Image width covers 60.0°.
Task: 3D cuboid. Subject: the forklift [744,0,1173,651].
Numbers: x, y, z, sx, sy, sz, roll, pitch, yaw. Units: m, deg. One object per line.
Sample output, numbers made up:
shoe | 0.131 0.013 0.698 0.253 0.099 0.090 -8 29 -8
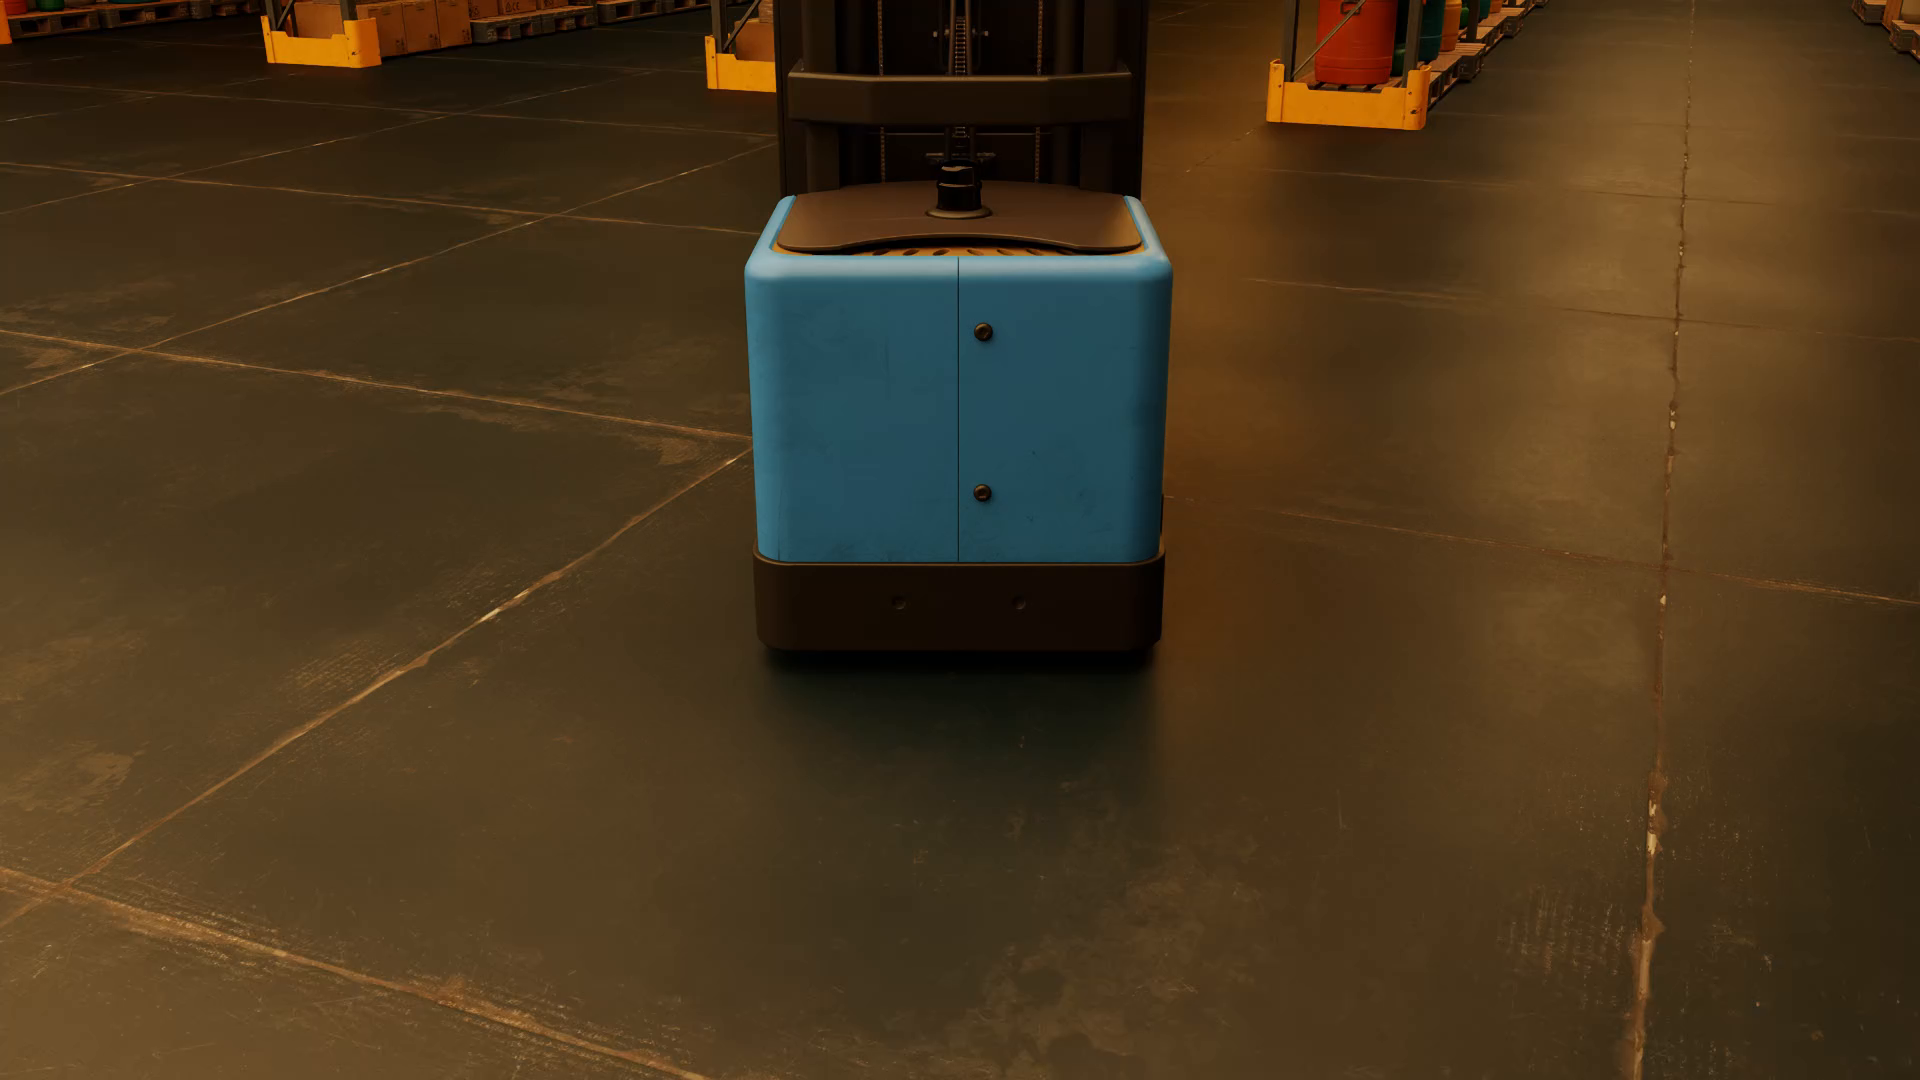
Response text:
forklift | 0.002 -1.587 5.089 1.130 2.935 3.031 0 23 0
